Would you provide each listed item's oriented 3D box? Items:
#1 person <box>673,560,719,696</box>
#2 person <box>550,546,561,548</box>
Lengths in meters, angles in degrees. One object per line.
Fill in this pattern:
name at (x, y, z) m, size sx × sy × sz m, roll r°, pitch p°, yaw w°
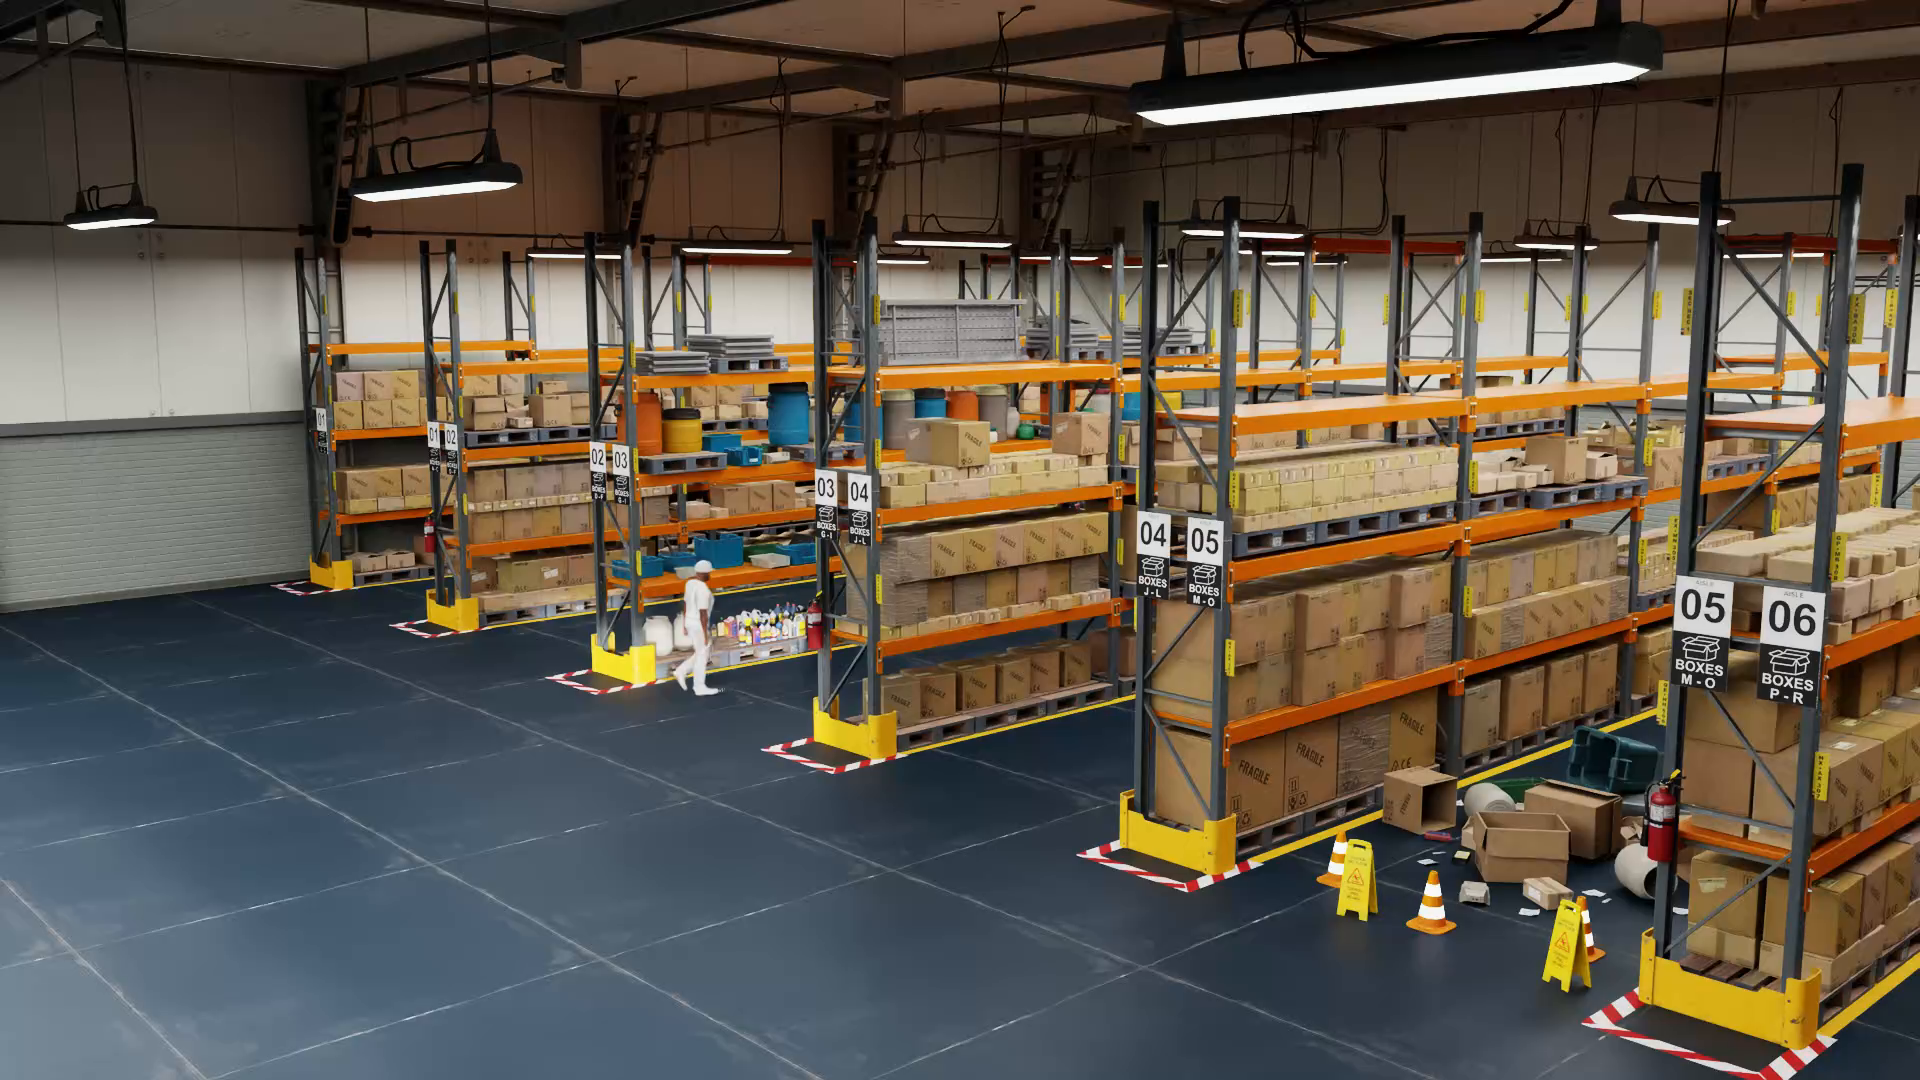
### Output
person at (-3.440, 1.137, 21.559) m, size 0.582 × 1.757 × 0.569 m, roll -2°, pitch 9°, yaw -11°
person at (-7.083, 0.065, 29.357) m, size 0.538 × 1.649 × 0.485 m, roll 3°, pitch 9°, yaw 17°
